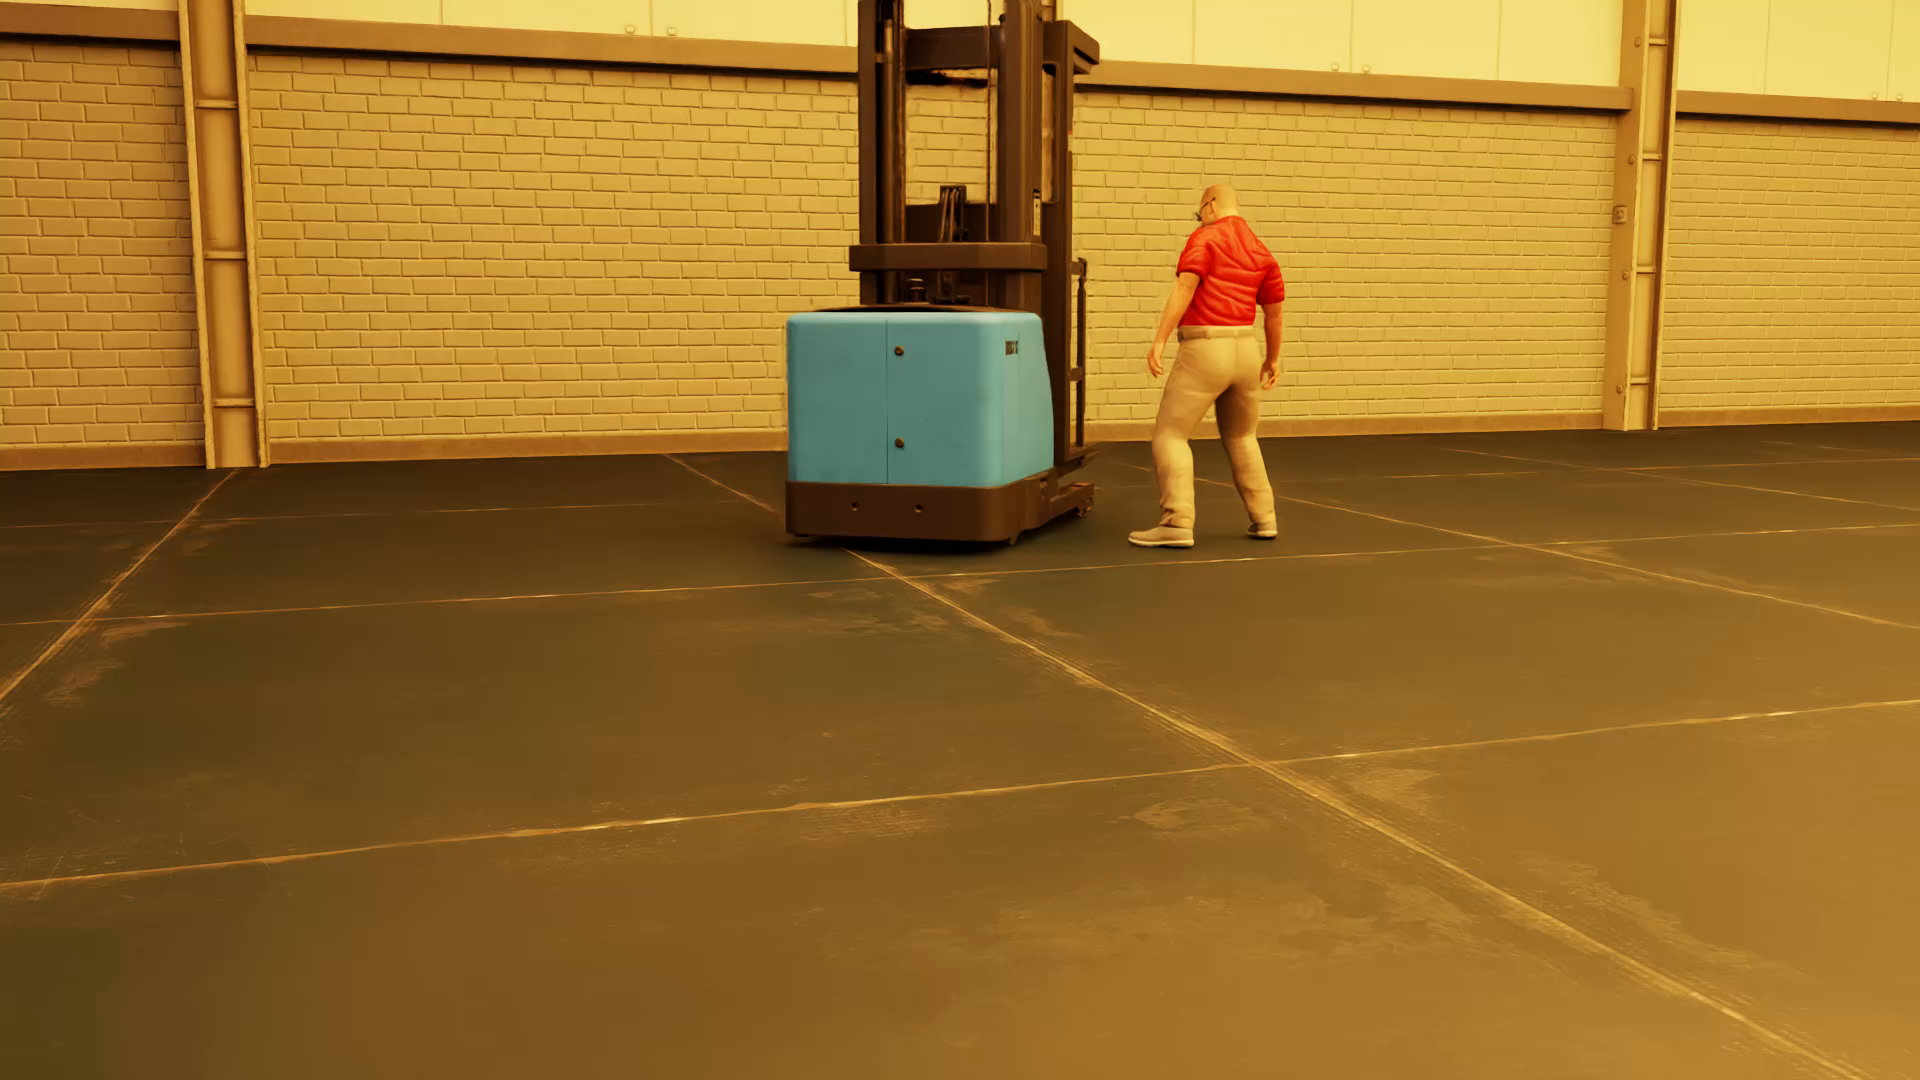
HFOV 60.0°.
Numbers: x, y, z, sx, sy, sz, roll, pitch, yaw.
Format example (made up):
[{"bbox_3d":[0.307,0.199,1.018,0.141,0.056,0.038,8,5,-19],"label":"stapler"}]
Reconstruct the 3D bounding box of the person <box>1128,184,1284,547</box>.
[{"bbox_3d":[1.213,-0.825,7.813,0.914,1.682,0.371,-5,9,-33],"label":"person"}]

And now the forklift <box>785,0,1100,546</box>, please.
[{"bbox_3d":[0.100,-1.586,8.709,1.130,2.935,3.031,2,8,16],"label":"forklift"}]
